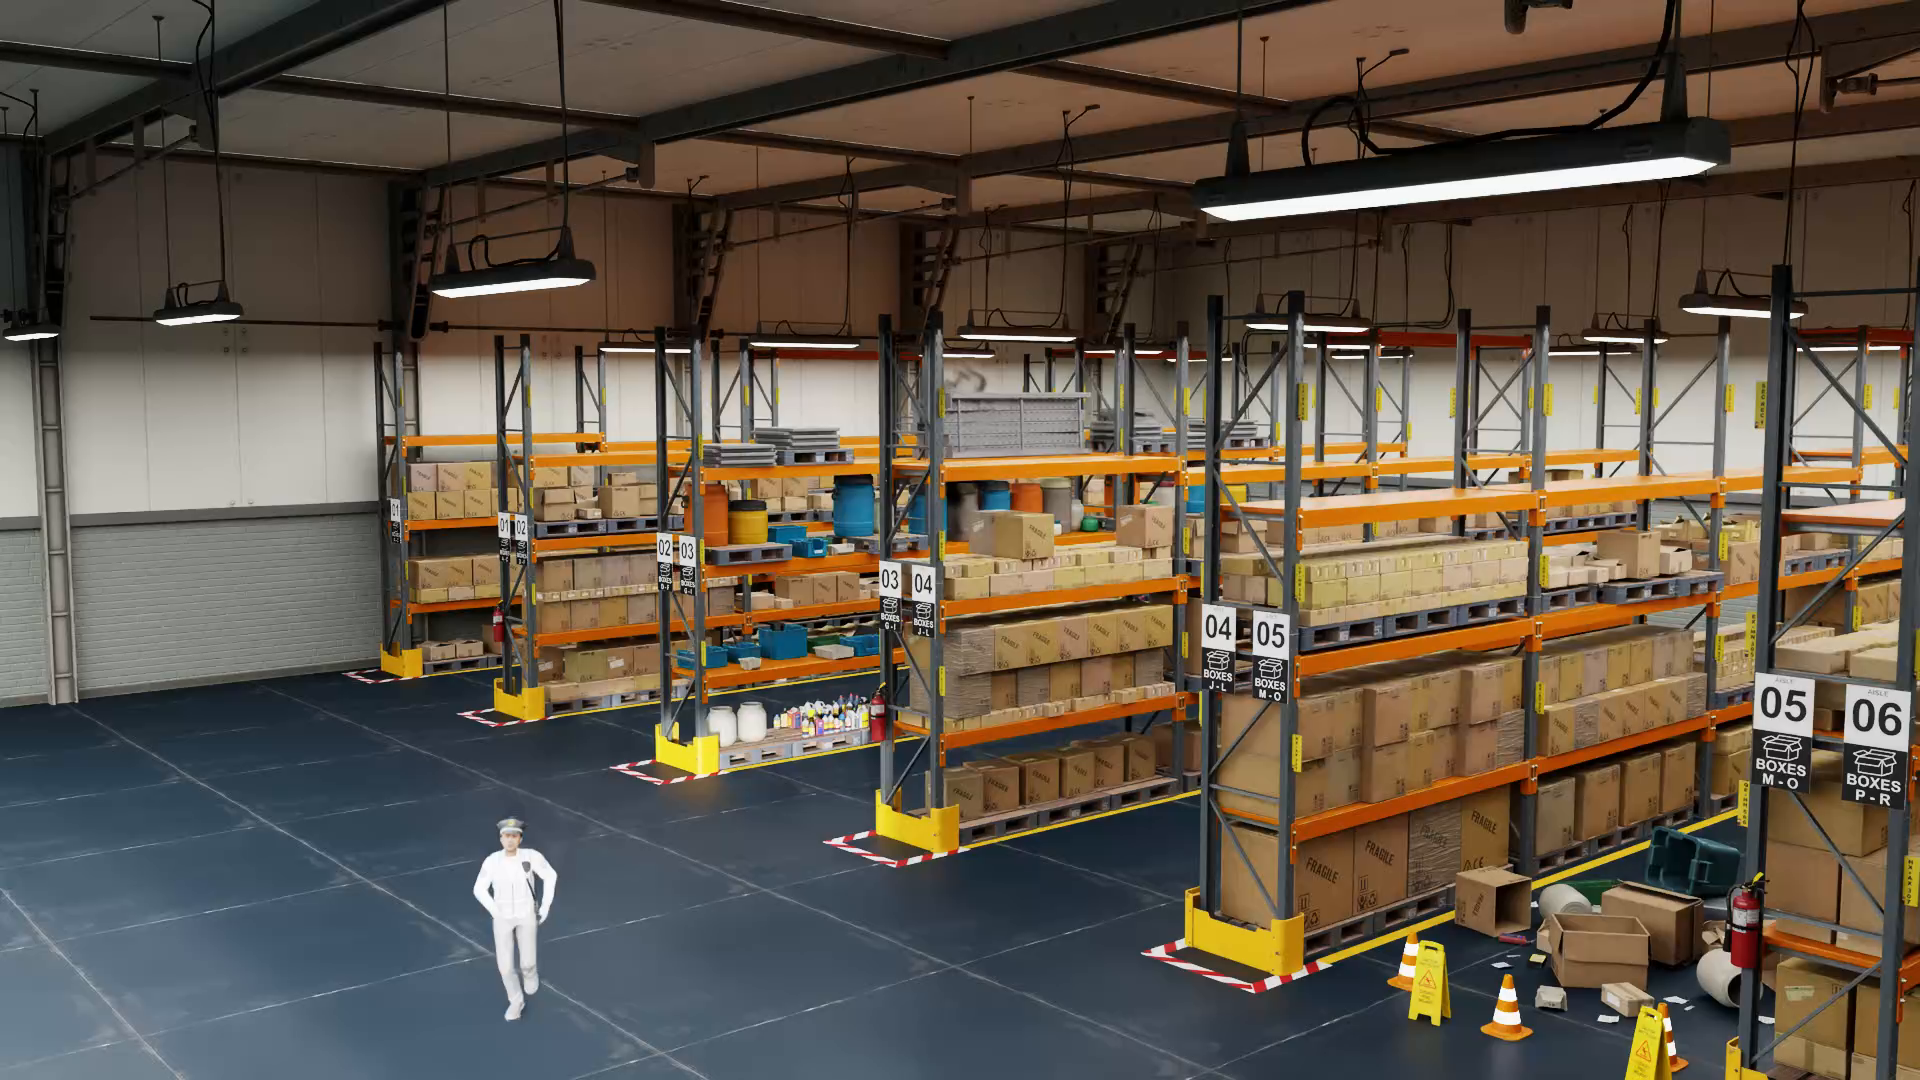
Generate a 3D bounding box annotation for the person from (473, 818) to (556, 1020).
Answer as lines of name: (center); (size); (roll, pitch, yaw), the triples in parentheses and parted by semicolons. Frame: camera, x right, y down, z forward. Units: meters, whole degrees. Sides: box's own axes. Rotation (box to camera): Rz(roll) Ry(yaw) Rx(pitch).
person: (-3.655, 3.106, 13.665); (0.658, 1.653, 0.561); (-1, 5, -11)
